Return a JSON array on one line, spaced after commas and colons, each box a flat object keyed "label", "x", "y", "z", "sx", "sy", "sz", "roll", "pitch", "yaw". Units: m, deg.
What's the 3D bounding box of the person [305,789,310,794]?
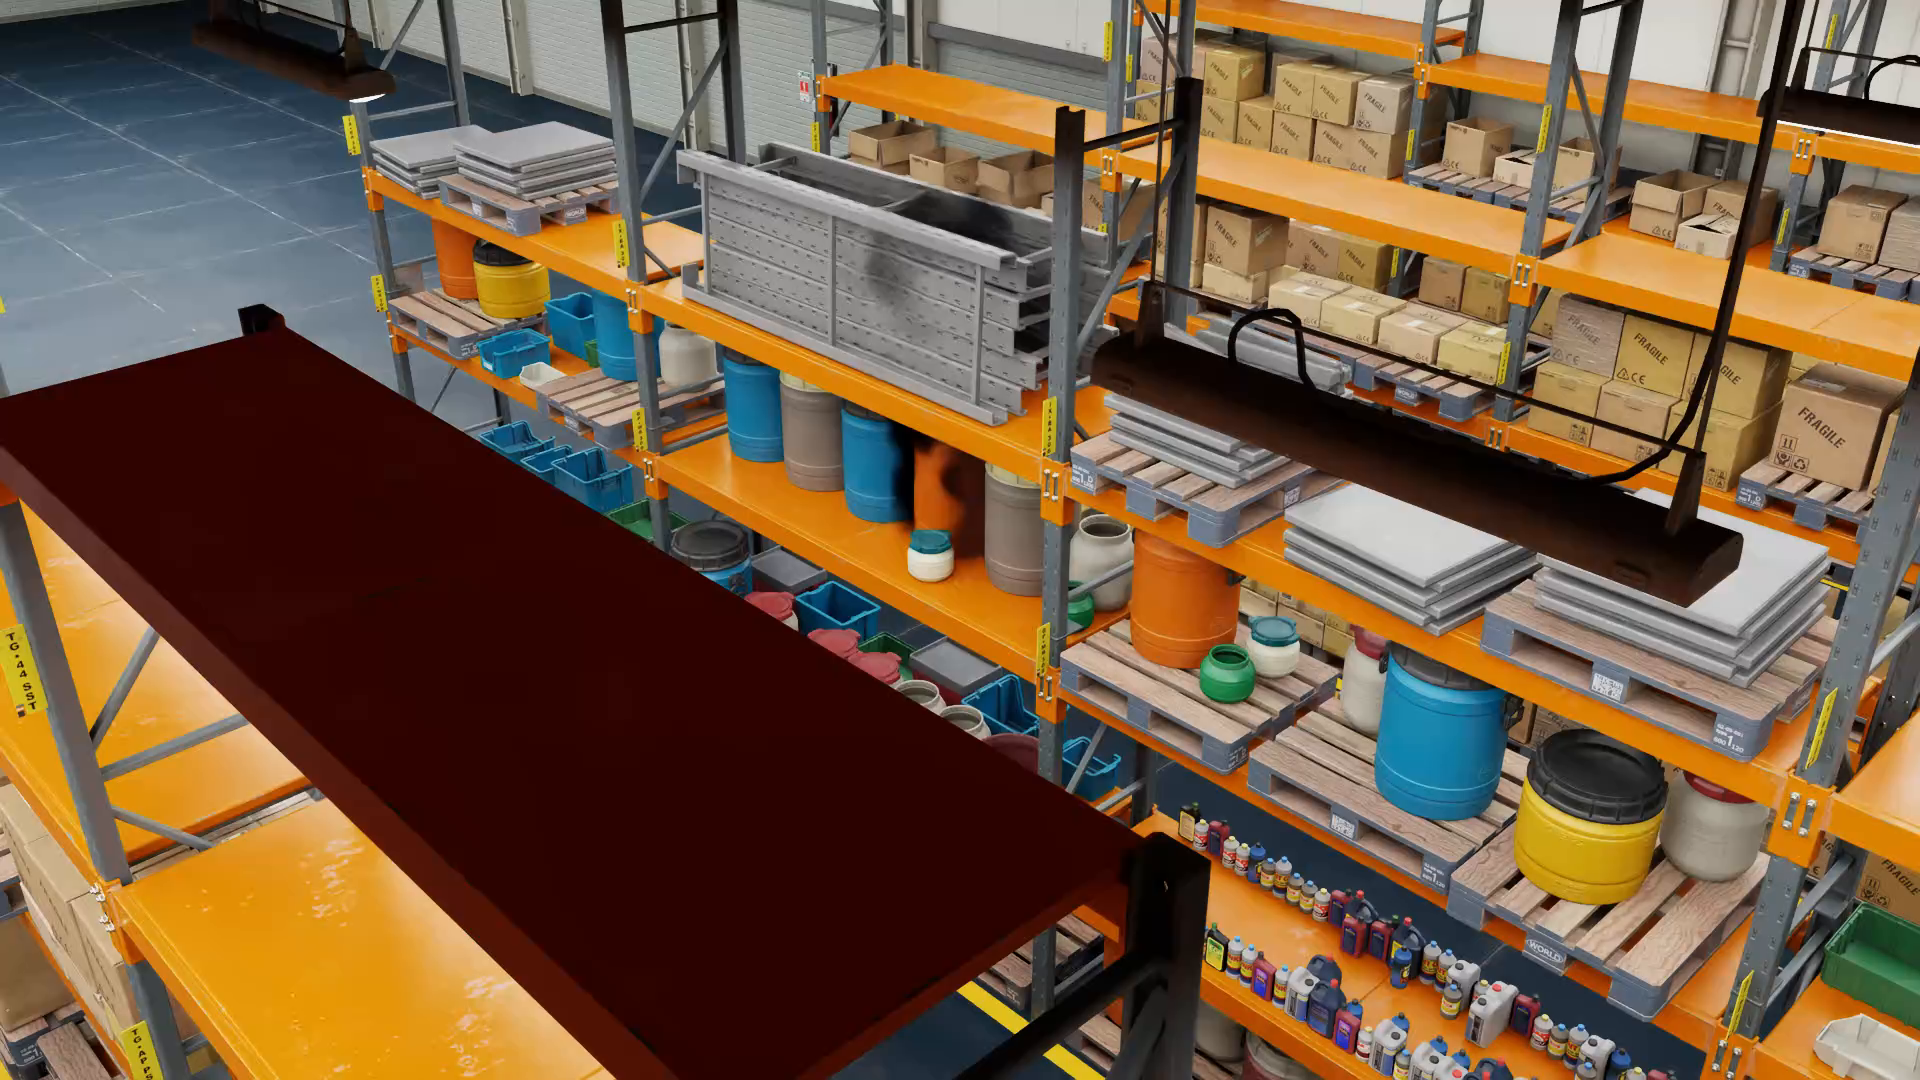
[{"label": "person", "x": -4.842, "y": 1.722, "z": 11.844, "sx": 0.680, "sy": 1.717, "sz": 0.640, "roll": 24, "pitch": 36, "yaw": 37}]
